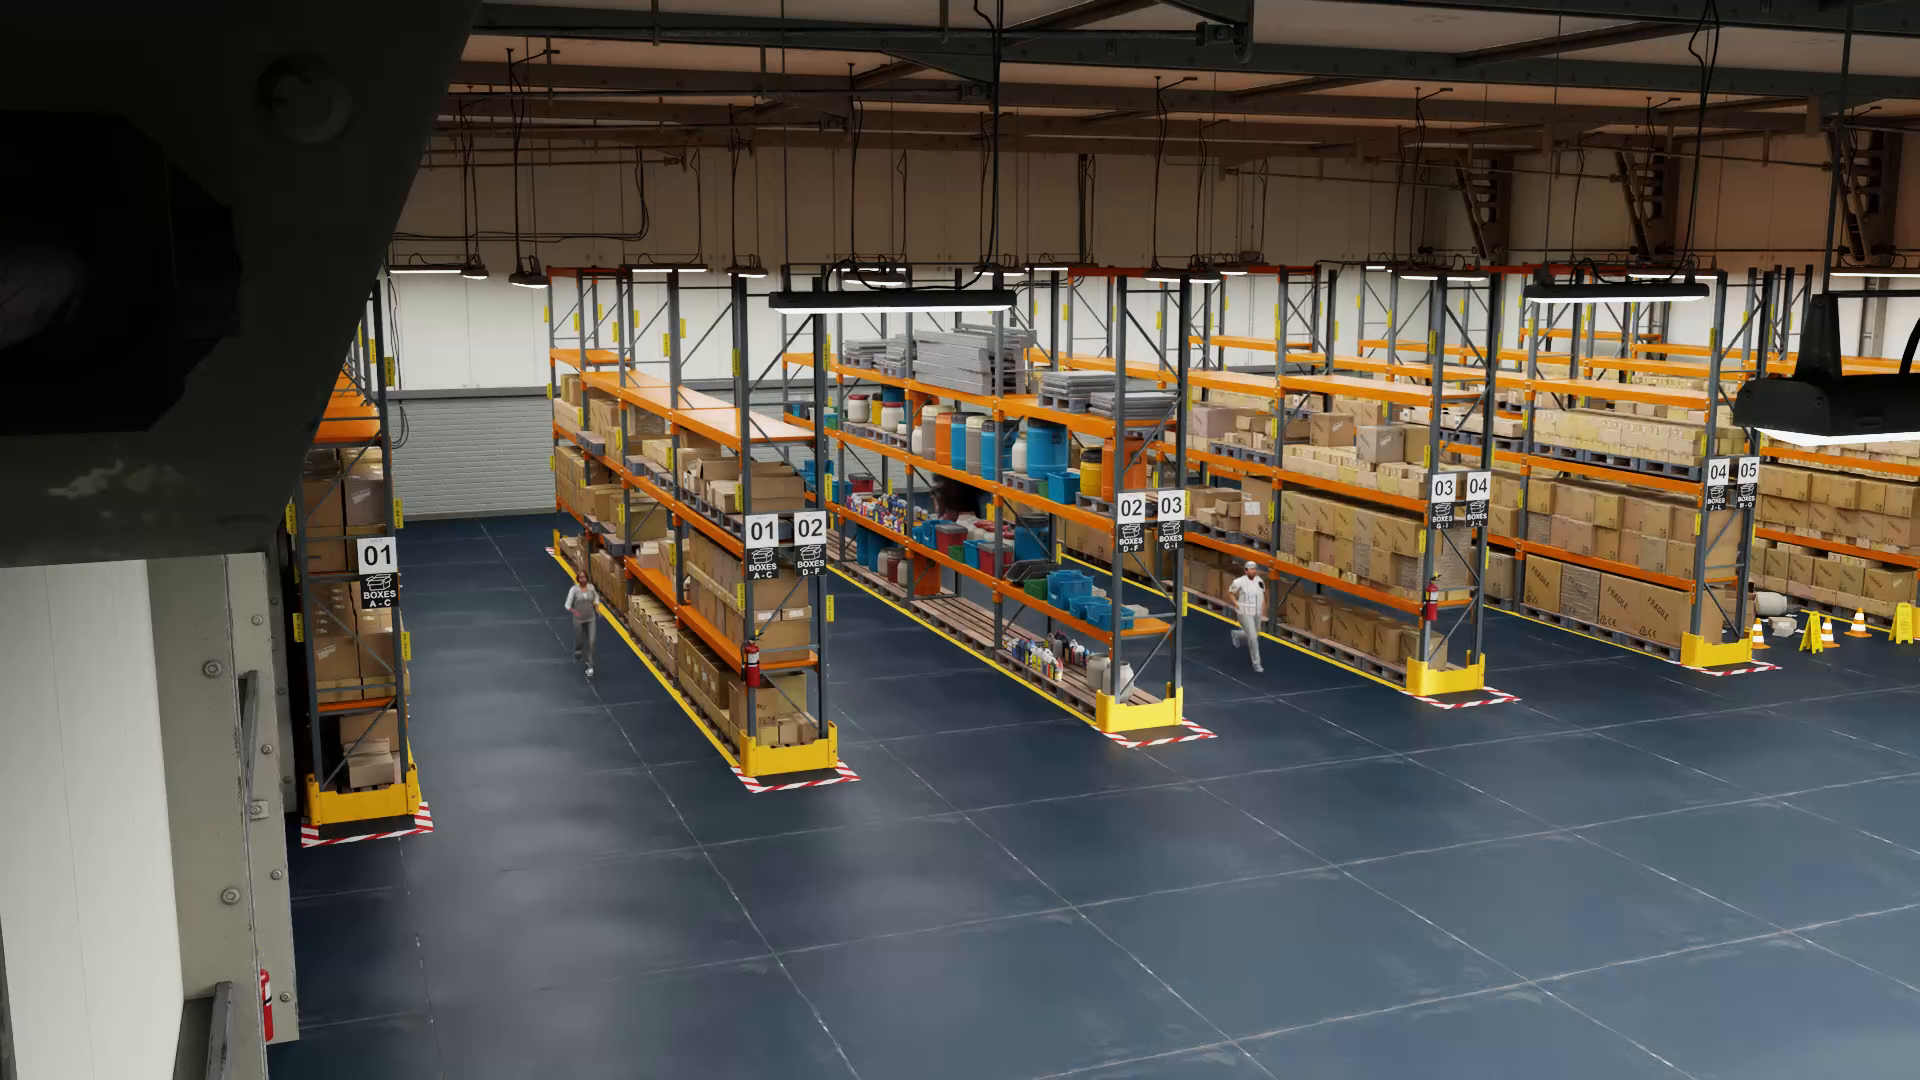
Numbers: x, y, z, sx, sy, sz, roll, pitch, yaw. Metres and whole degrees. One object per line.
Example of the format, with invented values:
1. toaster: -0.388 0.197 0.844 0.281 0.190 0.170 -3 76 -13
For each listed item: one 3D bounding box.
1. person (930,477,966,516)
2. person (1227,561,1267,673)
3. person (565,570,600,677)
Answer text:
1. person: -0.199 -0.533 34.605 0.669 1.849 0.834 -7 12 -36
2. person: 4.438 1.138 25.556 0.584 1.665 1.014 -5 11 -27
3. person: -5.665 1.226 25.082 0.546 1.587 0.774 -5 11 -25
